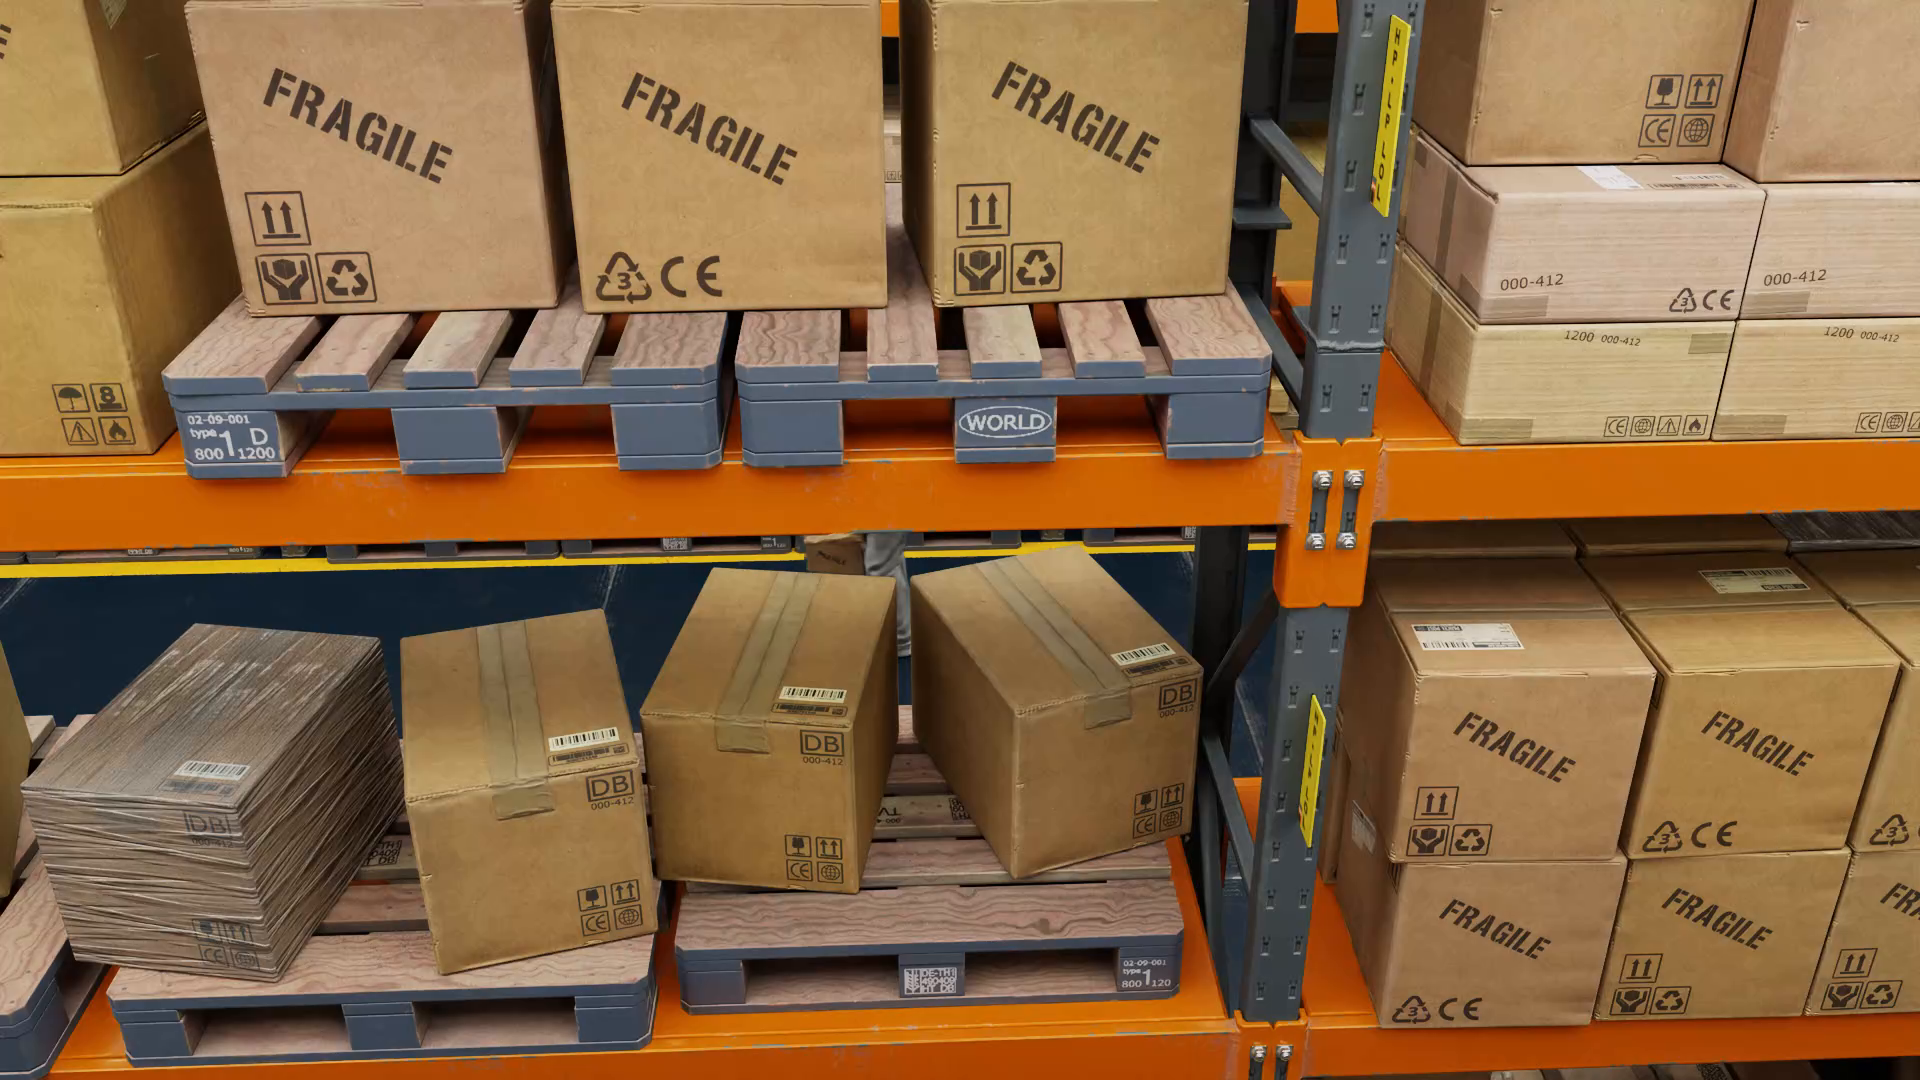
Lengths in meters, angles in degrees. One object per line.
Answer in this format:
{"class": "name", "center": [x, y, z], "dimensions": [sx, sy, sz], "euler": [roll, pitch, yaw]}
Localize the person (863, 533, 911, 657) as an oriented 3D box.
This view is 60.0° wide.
{"class": "person", "center": [-0.344, -0.245, 7.586], "dimensions": [0.362, 1.676, 0.474], "euler": [-2, 28, -4]}
